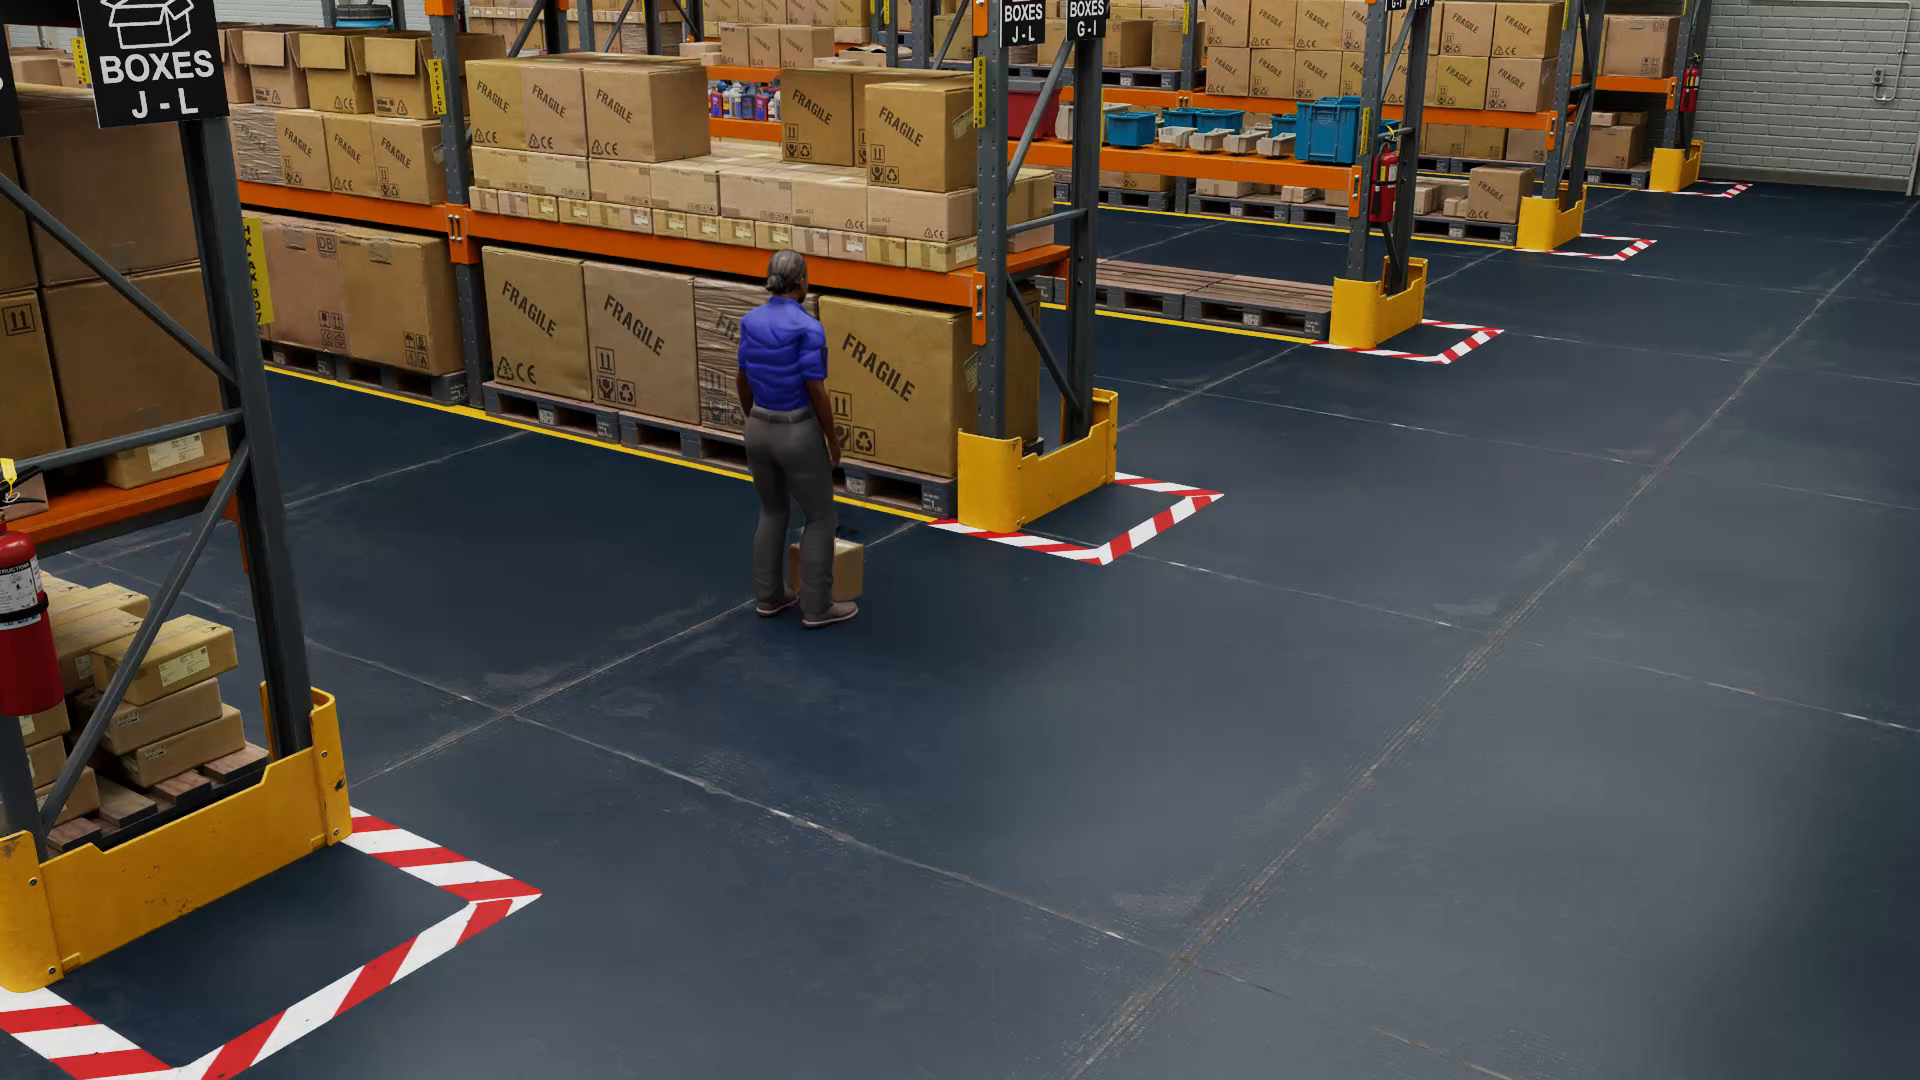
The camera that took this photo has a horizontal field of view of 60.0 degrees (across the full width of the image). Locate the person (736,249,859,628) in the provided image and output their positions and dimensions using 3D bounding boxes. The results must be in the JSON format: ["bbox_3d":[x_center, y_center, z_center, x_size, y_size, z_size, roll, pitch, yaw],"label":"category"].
[{"bbox_3d":[-0.740,-0.439,7.289,0.503,1.656,0.343,12,23,30],"label":"person"}]
